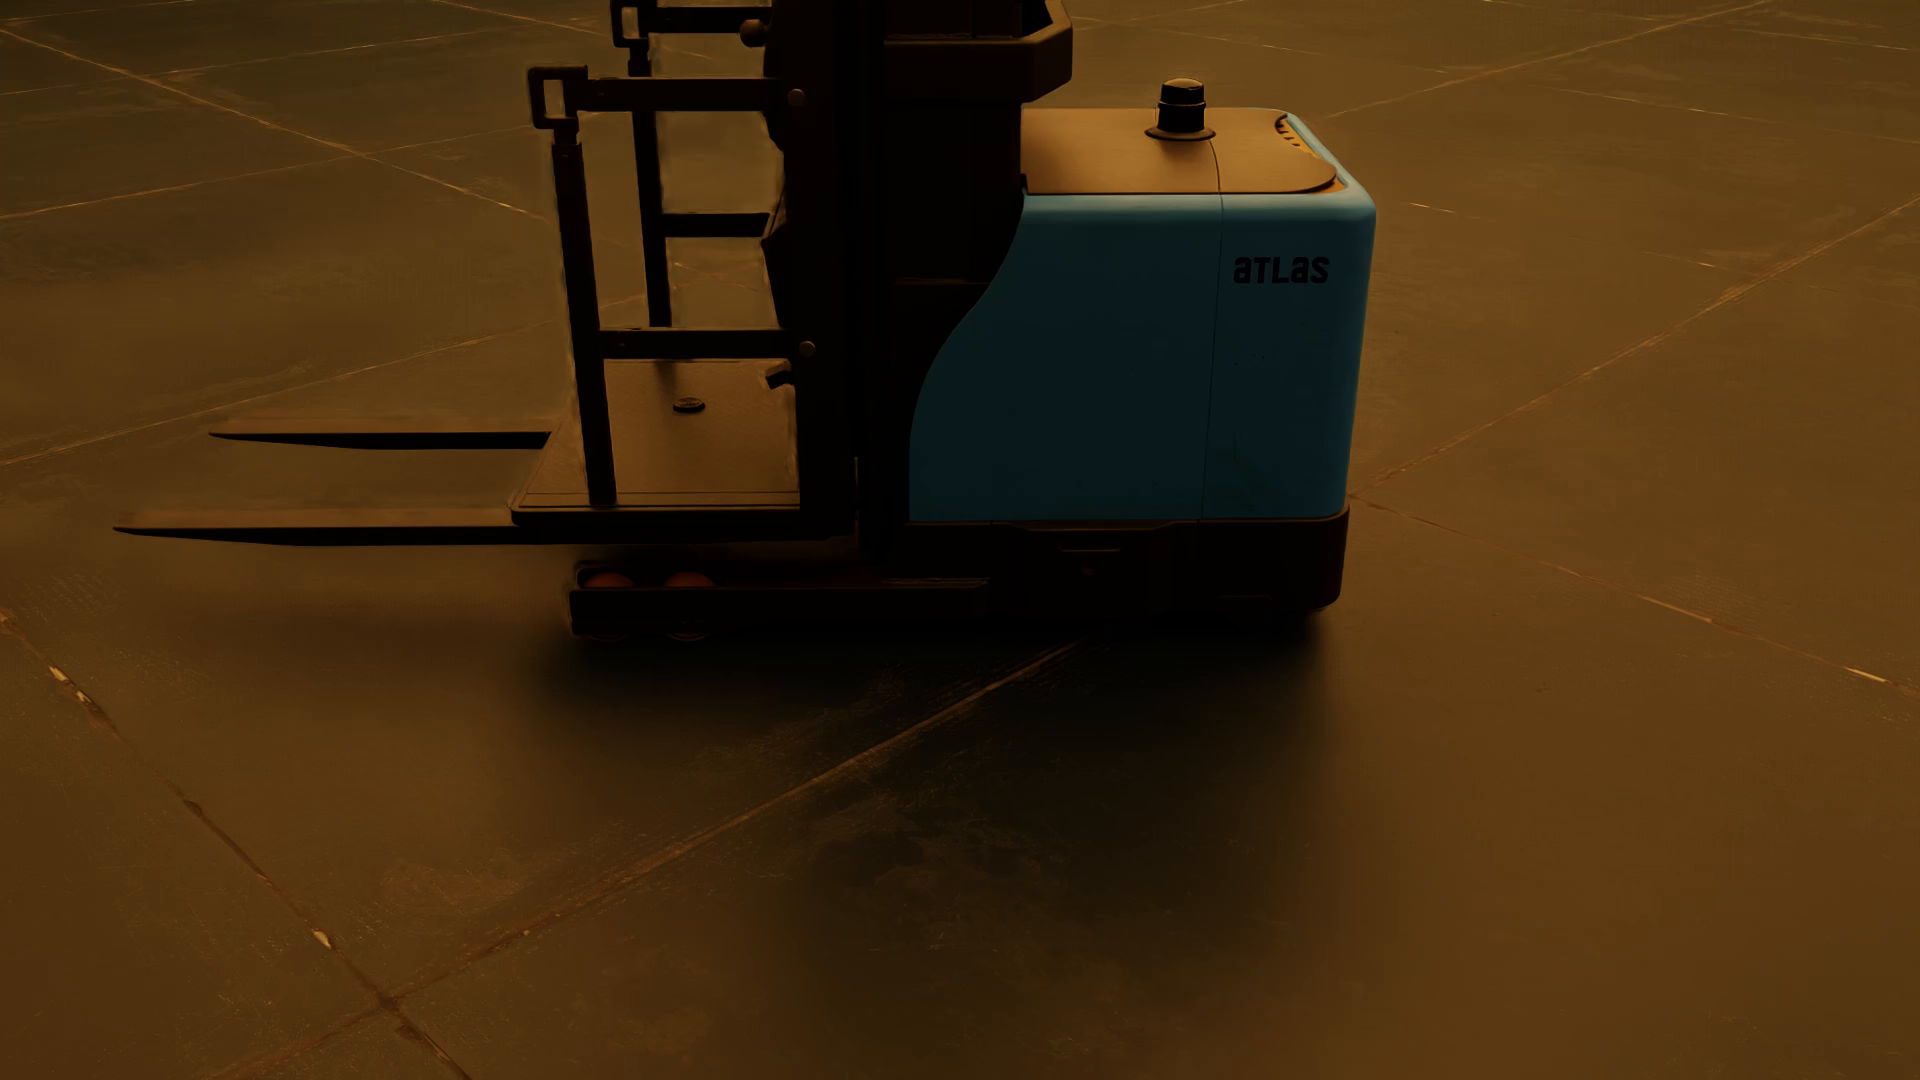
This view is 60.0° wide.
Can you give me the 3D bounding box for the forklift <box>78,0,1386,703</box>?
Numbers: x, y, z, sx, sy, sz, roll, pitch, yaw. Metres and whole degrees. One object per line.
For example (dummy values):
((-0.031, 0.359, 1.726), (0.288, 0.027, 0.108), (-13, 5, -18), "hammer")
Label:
((-0.540, -1.208, 3.676), (3.031, 2.935, 1.130), (-10, 28, -19), "forklift")
